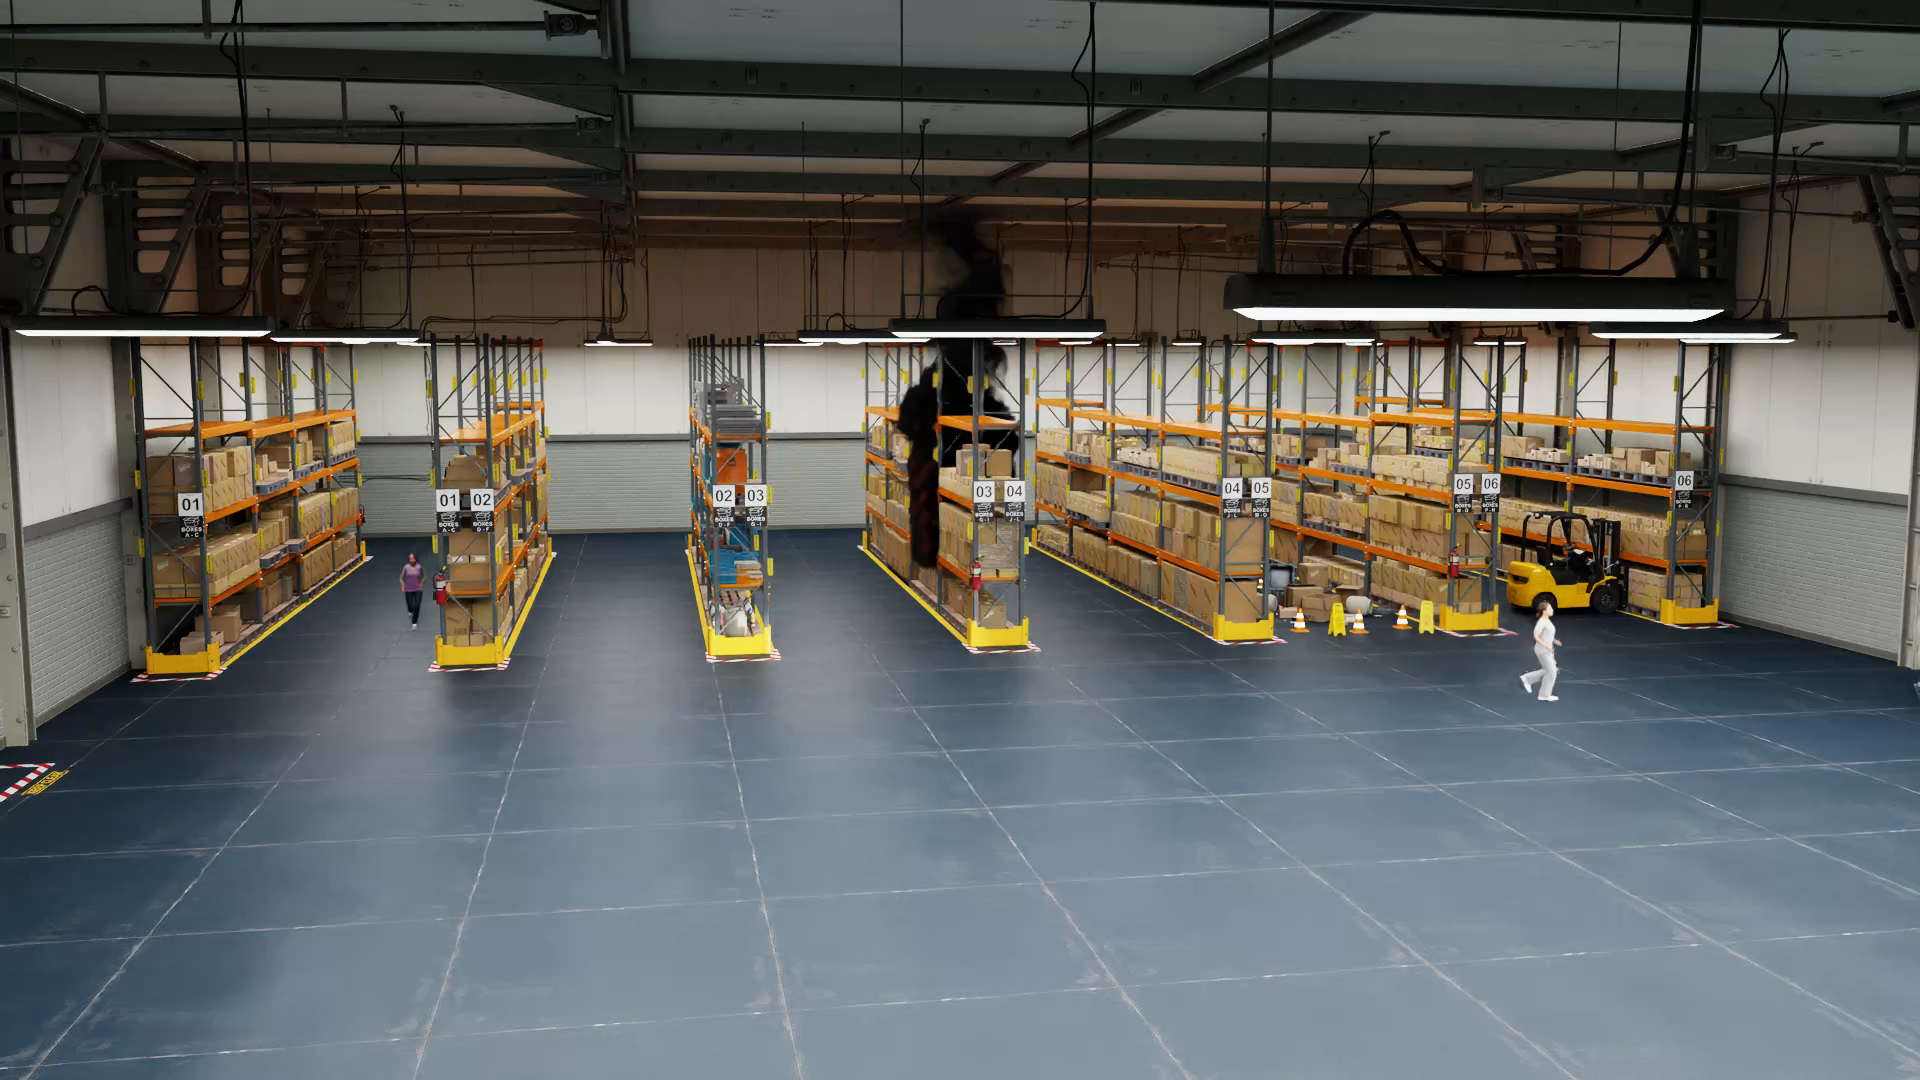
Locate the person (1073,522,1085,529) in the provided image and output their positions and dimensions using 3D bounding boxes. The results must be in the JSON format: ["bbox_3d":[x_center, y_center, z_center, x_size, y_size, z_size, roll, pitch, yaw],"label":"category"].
[{"bbox_3d":[3.517,-0.853,49.968,0.751,1.699,0.554,-6,9,-40],"label":"person"}]

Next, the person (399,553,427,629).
[{"bbox_3d":[-11.236,1.046,34.201,0.538,1.557,0.549,-2,7,-18],"label":"person"}]

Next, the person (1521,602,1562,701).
[{"bbox_3d":[9.479,1.810,27.136,0.621,1.626,0.555,4,7,29],"label":"person"}]

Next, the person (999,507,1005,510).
[{"bbox_3d":[1.017,-0.604,47.751,0.719,1.746,0.684,2,7,14],"label":"person"}]
